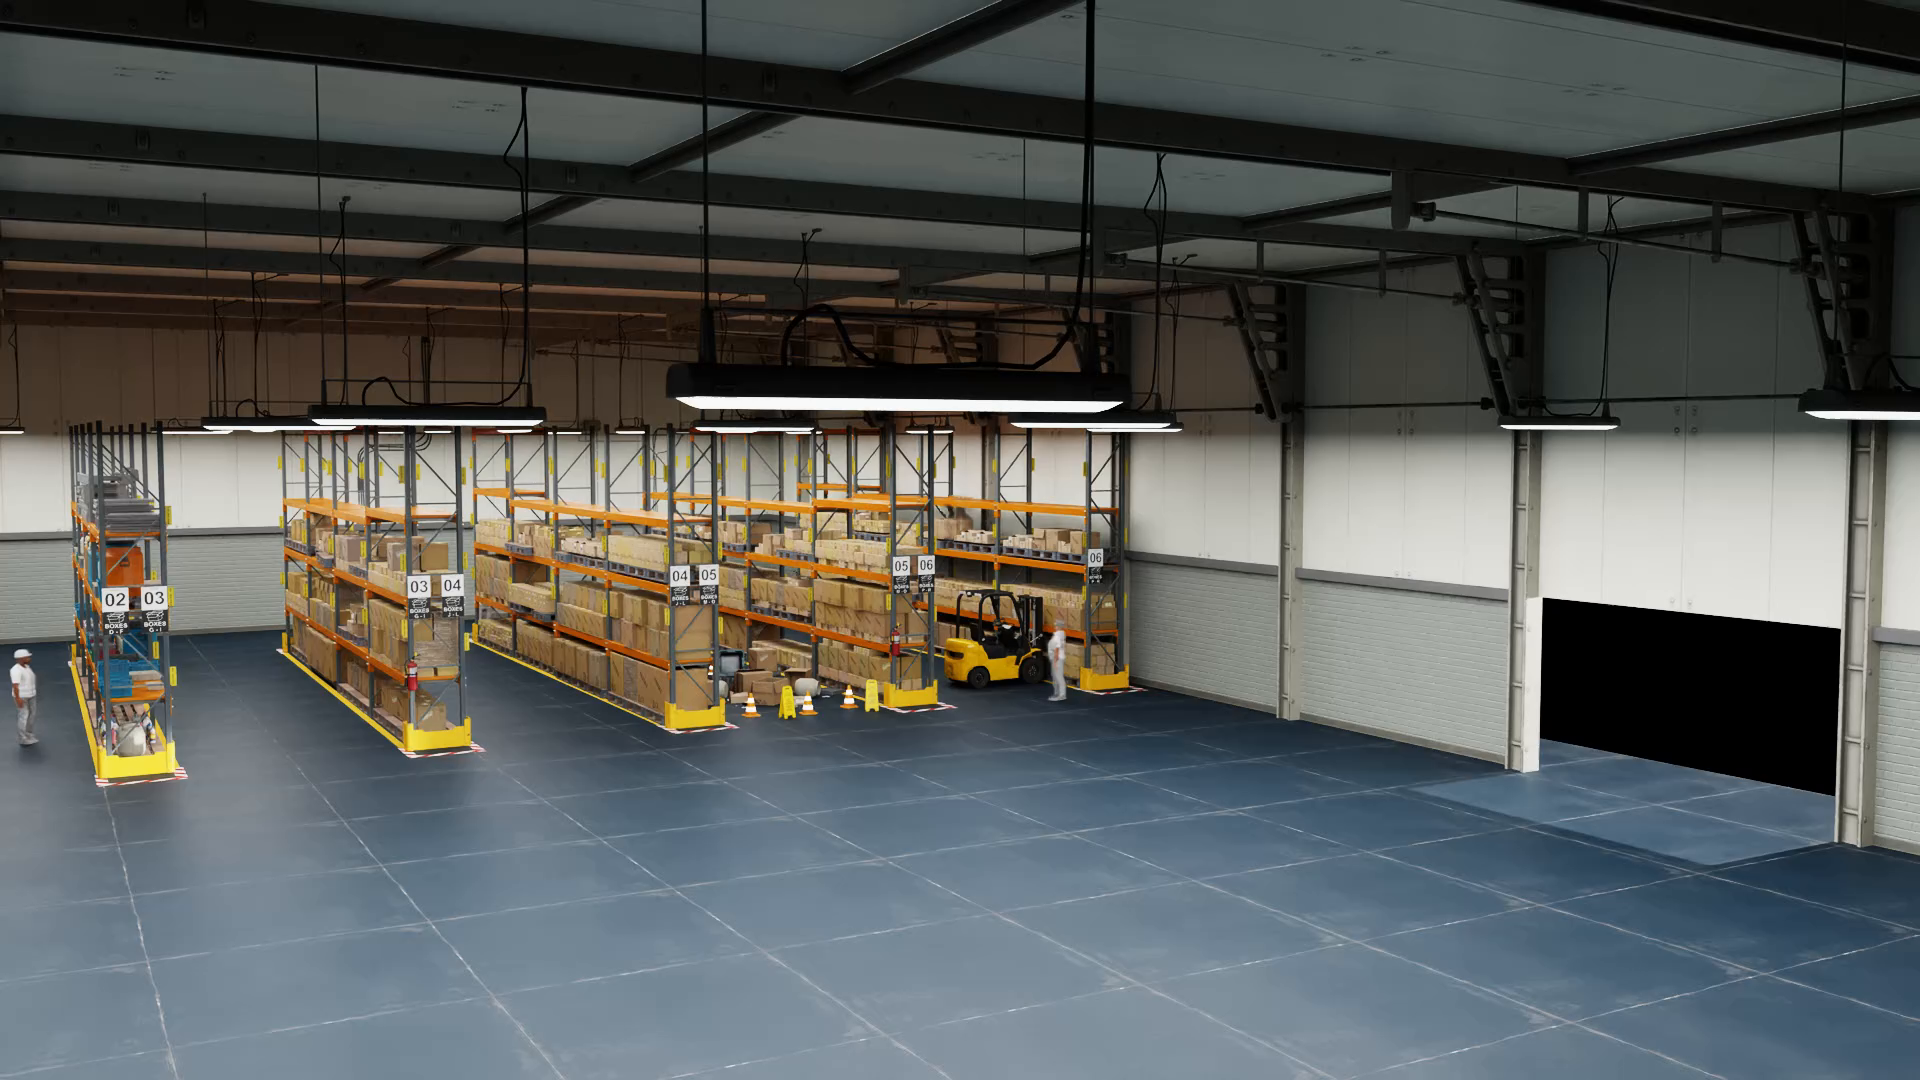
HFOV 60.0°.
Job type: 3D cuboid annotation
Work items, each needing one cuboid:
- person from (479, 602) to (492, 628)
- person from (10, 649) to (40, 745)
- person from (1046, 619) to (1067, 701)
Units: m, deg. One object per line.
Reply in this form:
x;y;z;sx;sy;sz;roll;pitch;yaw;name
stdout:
-13.691;2.006;47.811;0.475;1.653;0.344;-1;4;-12;person
-17.450;2.931;31.059;0.454;1.786;0.633;0;4;5;person
2.086;2.607;36.191;0.439;1.800;0.657;0;4;-1;person
